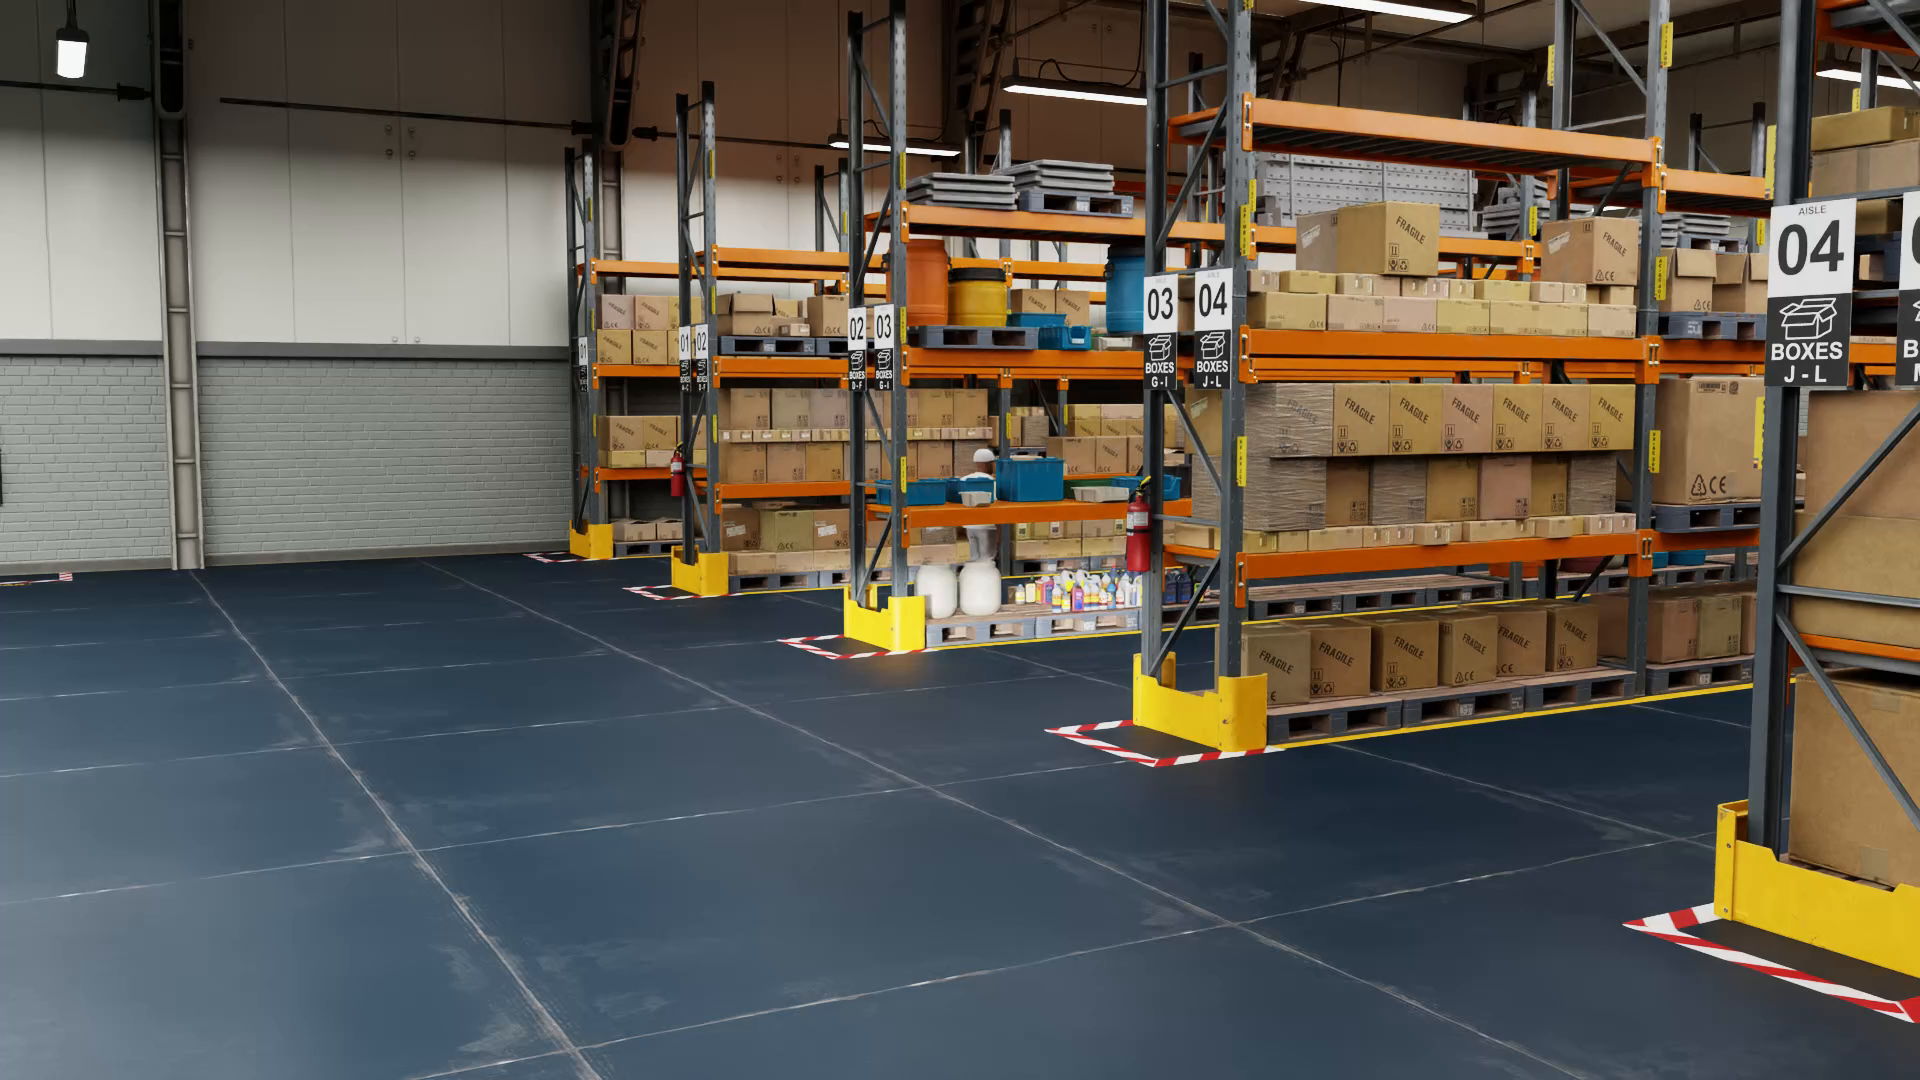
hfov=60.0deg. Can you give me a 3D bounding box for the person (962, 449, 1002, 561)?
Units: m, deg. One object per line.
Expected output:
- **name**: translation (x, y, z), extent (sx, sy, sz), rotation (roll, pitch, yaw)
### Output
- **person**: translation (0.261, -0.112, 18.186), extent (0.360, 1.766, 0.605), rotation (-4, 7, -41)
